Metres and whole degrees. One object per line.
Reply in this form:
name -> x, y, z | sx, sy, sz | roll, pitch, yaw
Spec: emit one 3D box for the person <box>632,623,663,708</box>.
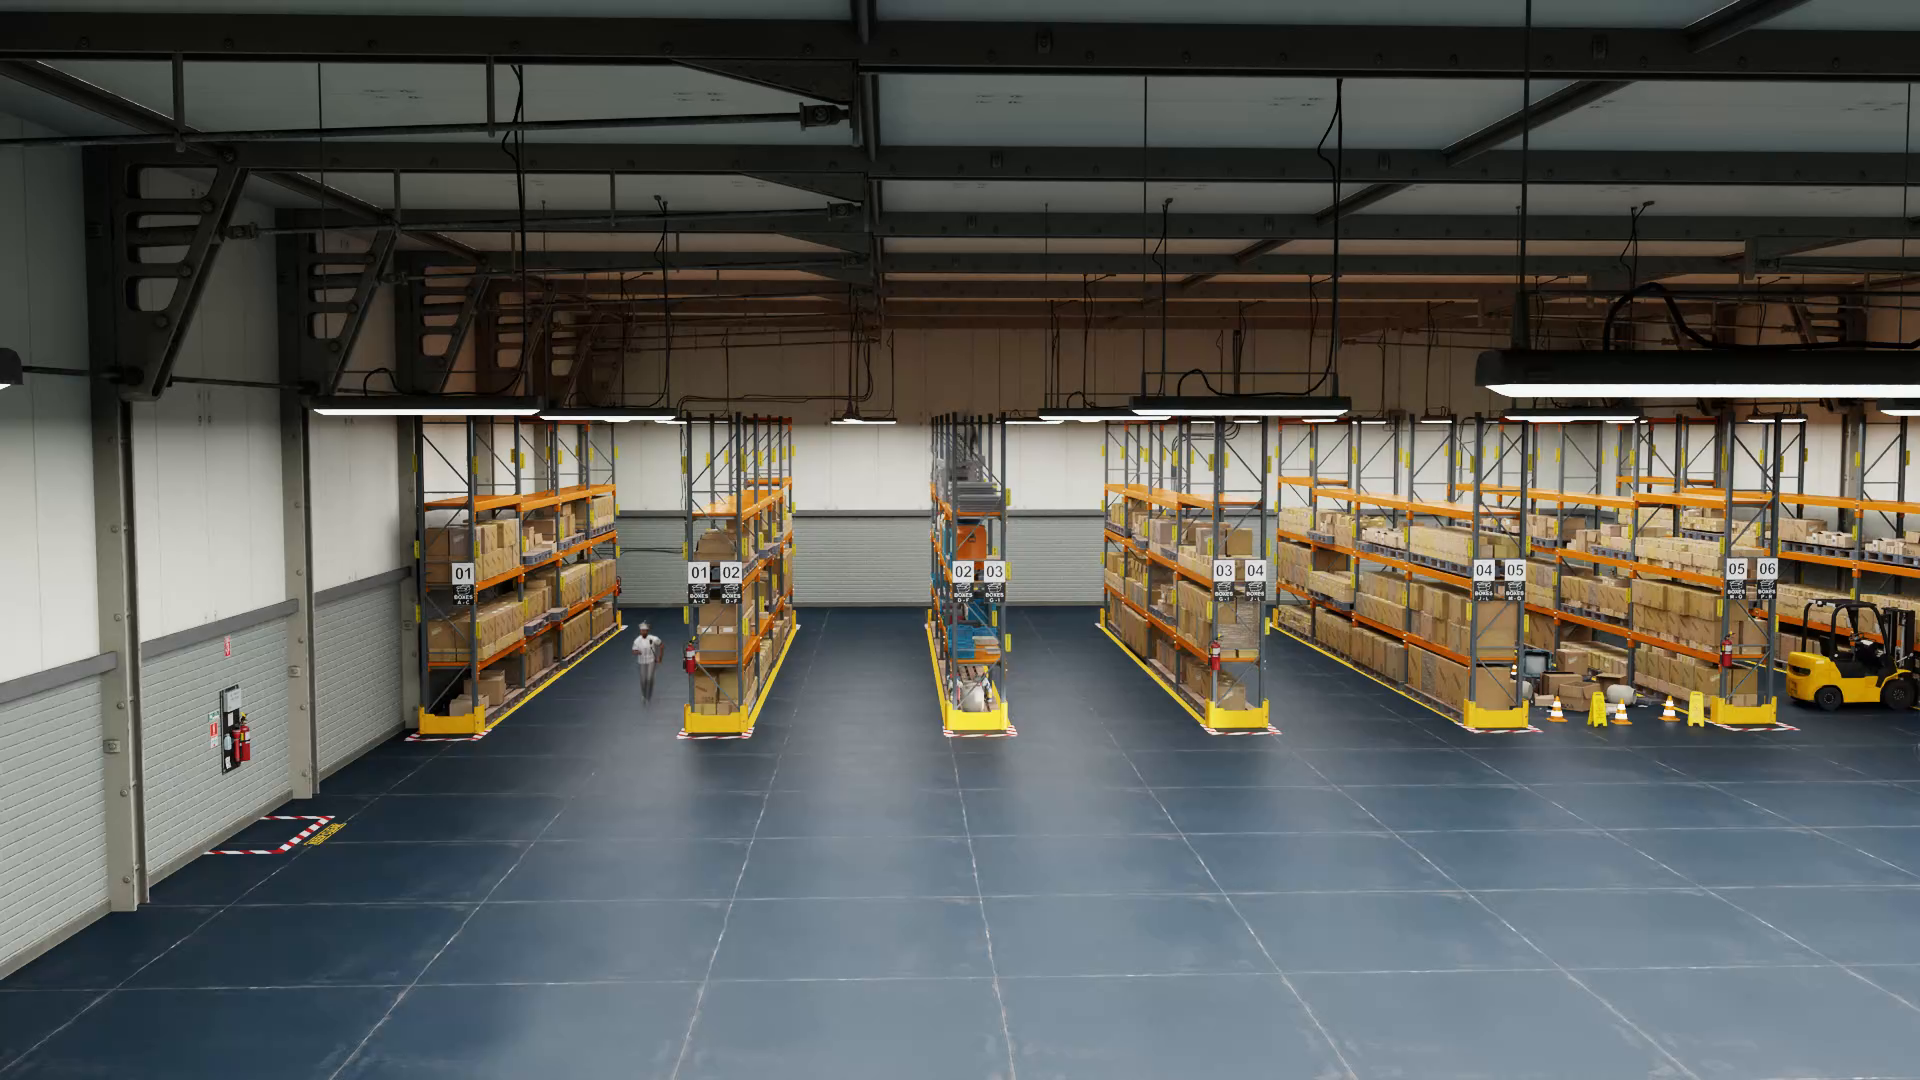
person -> -6.421, 2.558, 34.171 | 0.584, 1.739, 0.885 | 0, 4, 0
